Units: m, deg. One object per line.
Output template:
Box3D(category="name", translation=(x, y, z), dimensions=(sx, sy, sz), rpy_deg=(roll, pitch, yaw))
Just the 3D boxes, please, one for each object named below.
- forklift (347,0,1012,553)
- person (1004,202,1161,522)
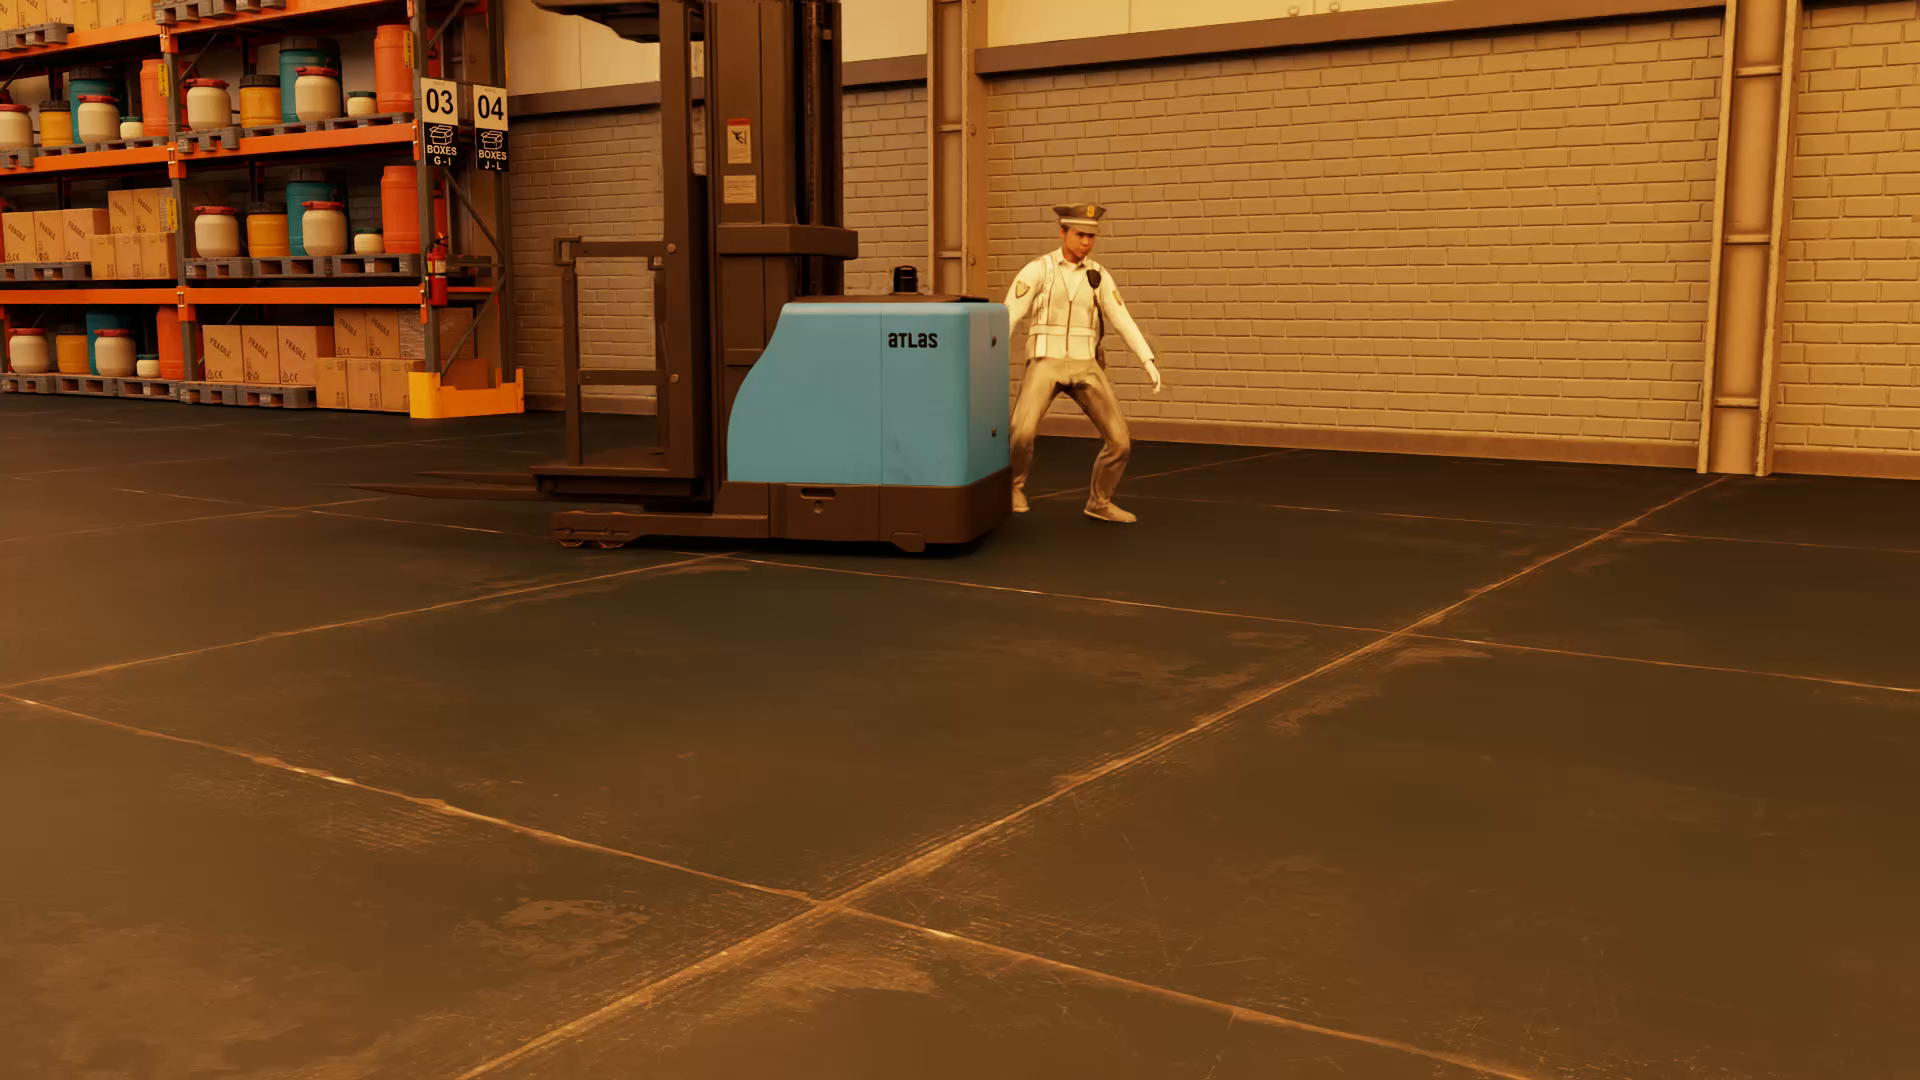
Box3D(category="forklift", translation=(-1.329, -1.481, 7.608), dimensions=(3.031, 2.935, 1.130), rpy_deg=(2, 8, 13))
Box3D(category="person", translation=(0.519, -0.831, 8.014), dimensions=(0.856, 1.566, 0.573), rpy_deg=(-1, 8, -8))
